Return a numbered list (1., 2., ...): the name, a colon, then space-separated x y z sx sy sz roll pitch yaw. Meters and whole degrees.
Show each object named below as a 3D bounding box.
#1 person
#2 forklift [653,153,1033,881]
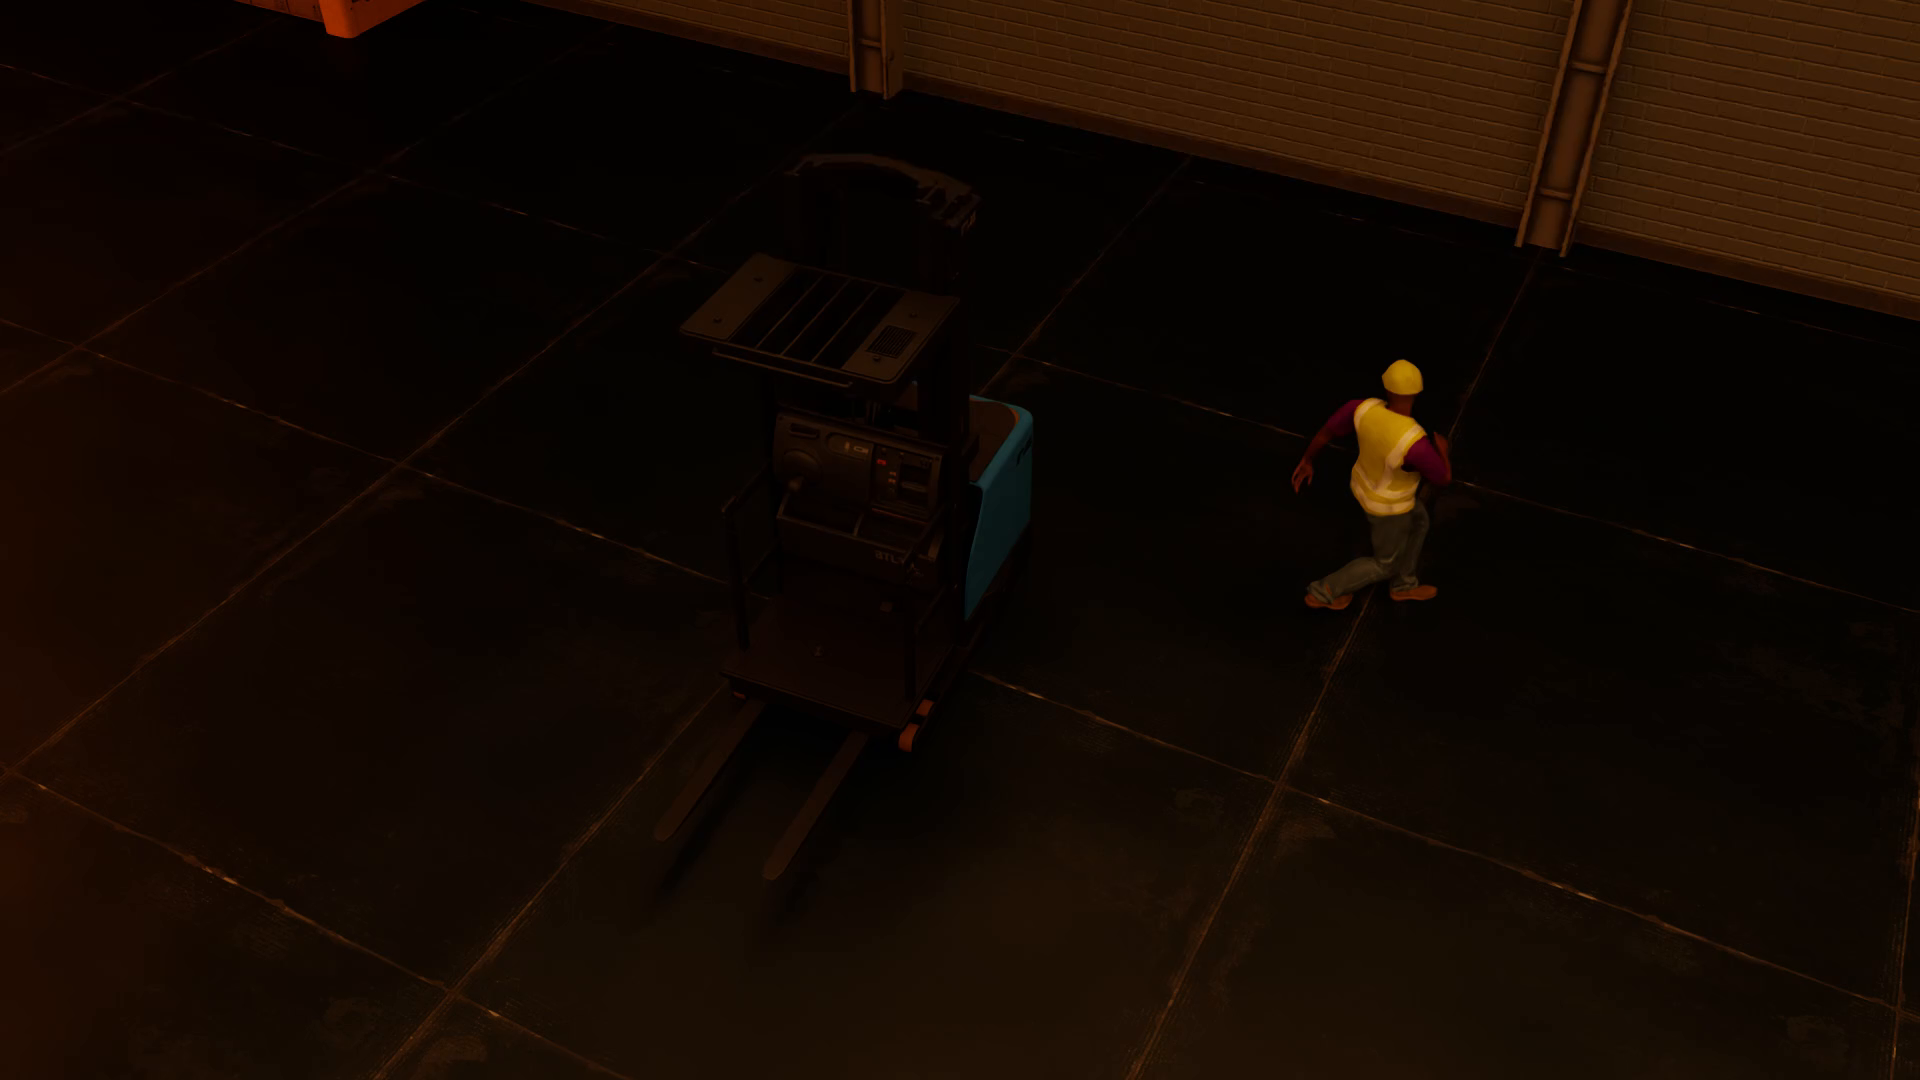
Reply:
1. person: 2.380 -0.275 9.311 0.940 1.685 0.594 -7 41 -8
2. forklift: -0.610 -0.296 8.337 1.130 2.935 3.031 15 42 17
